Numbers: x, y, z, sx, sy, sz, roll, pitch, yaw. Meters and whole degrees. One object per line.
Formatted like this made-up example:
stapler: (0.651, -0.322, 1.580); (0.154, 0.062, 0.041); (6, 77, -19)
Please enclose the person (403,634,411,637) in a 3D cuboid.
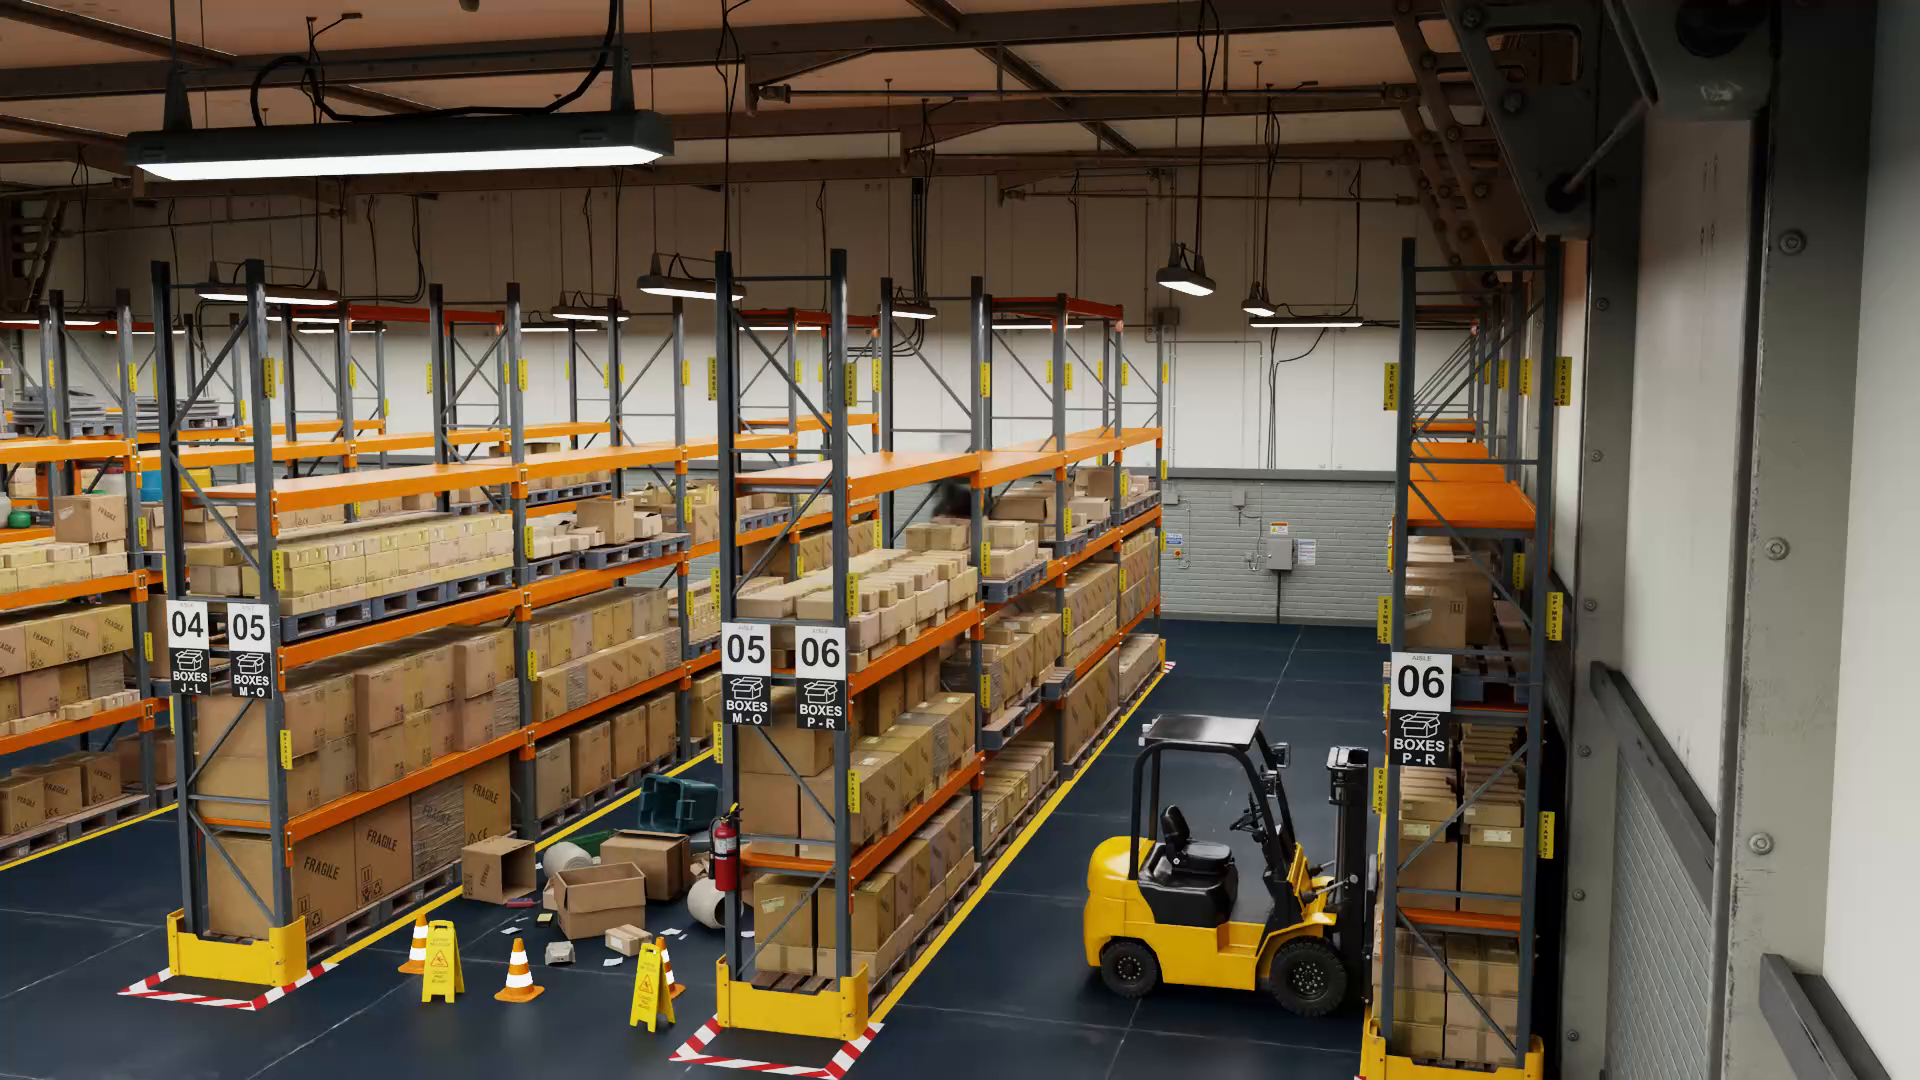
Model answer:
person: (-7.163, 2.033, 21.813); (0.563, 1.726, 0.778); (1, 6, 13)
